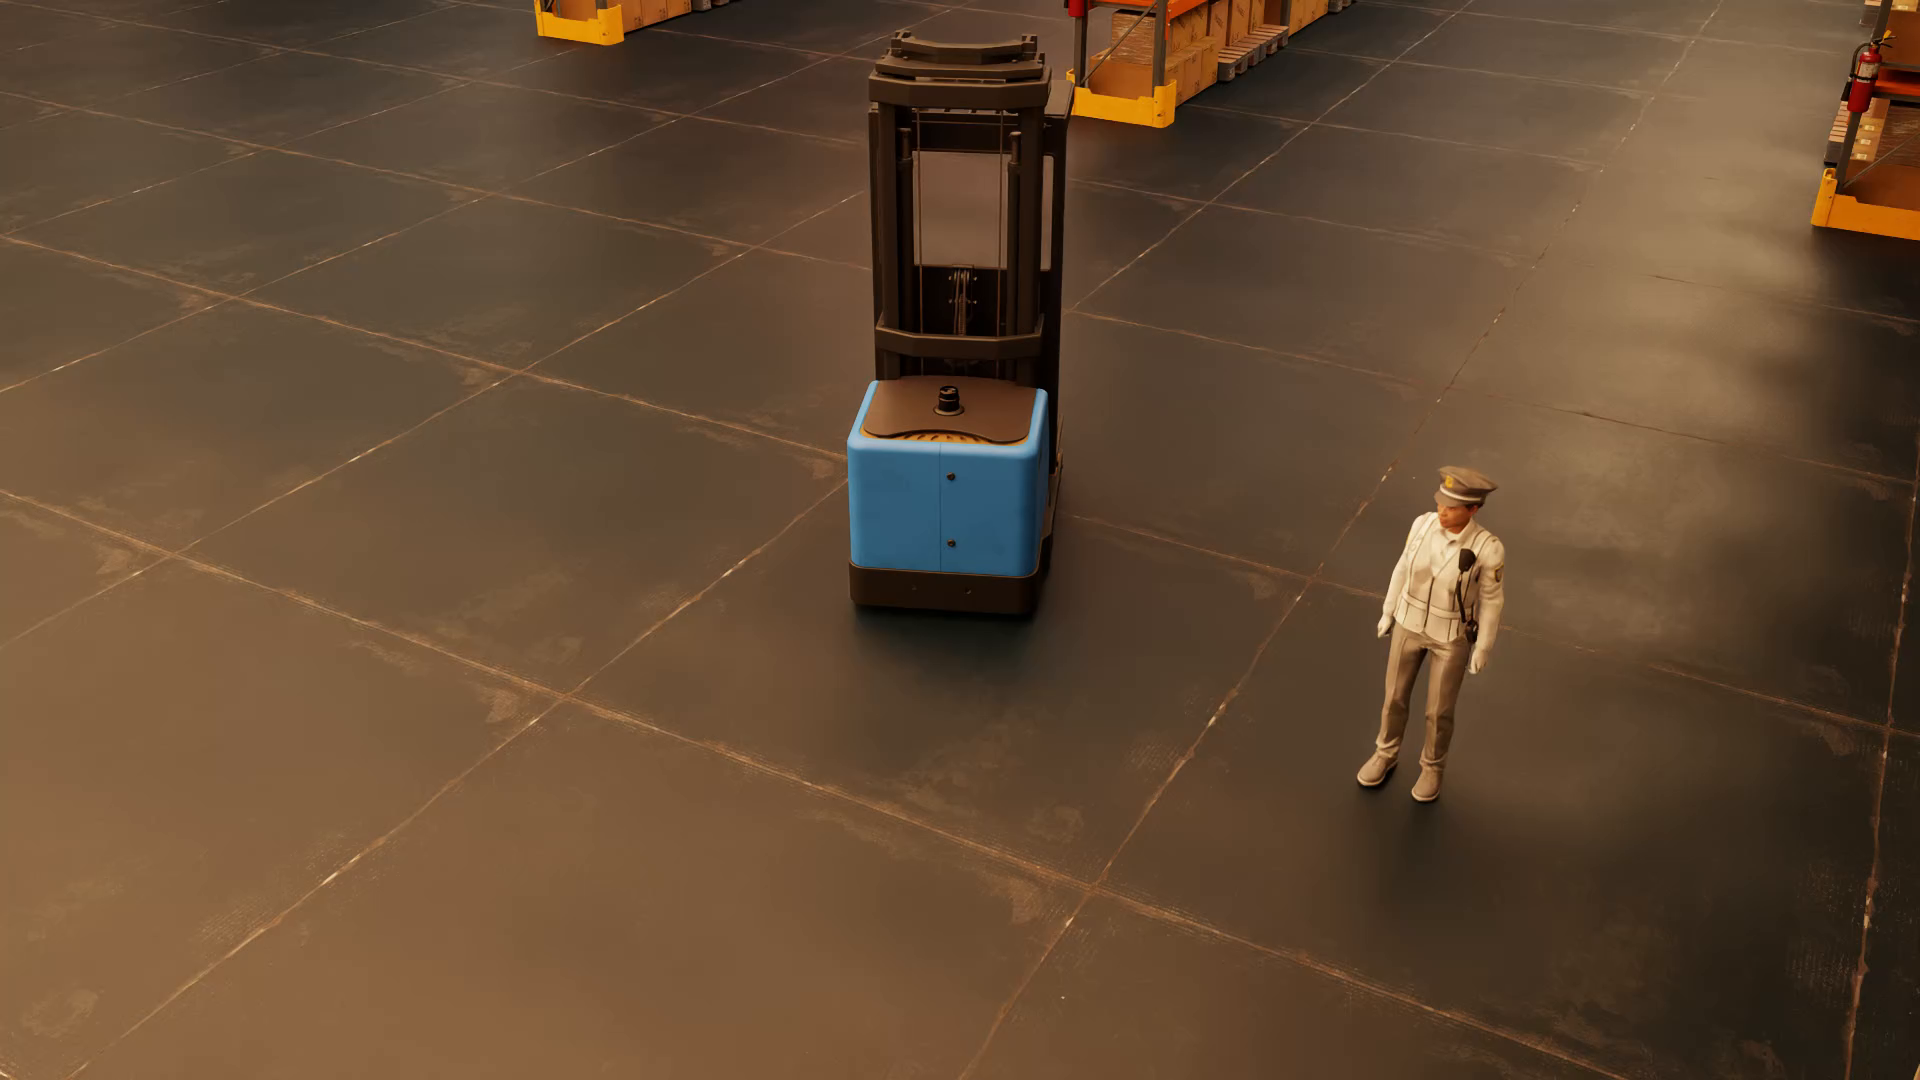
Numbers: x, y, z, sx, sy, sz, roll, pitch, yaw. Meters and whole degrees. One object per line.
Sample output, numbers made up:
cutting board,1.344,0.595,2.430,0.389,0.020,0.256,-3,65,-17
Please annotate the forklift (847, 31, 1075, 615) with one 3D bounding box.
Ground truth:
forklift,0.072,-1.572,9.794,1.130,2.935,3.031,3,30,6

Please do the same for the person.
person,2.152,0.429,7.580,0.535,1.685,0.355,21,36,32
